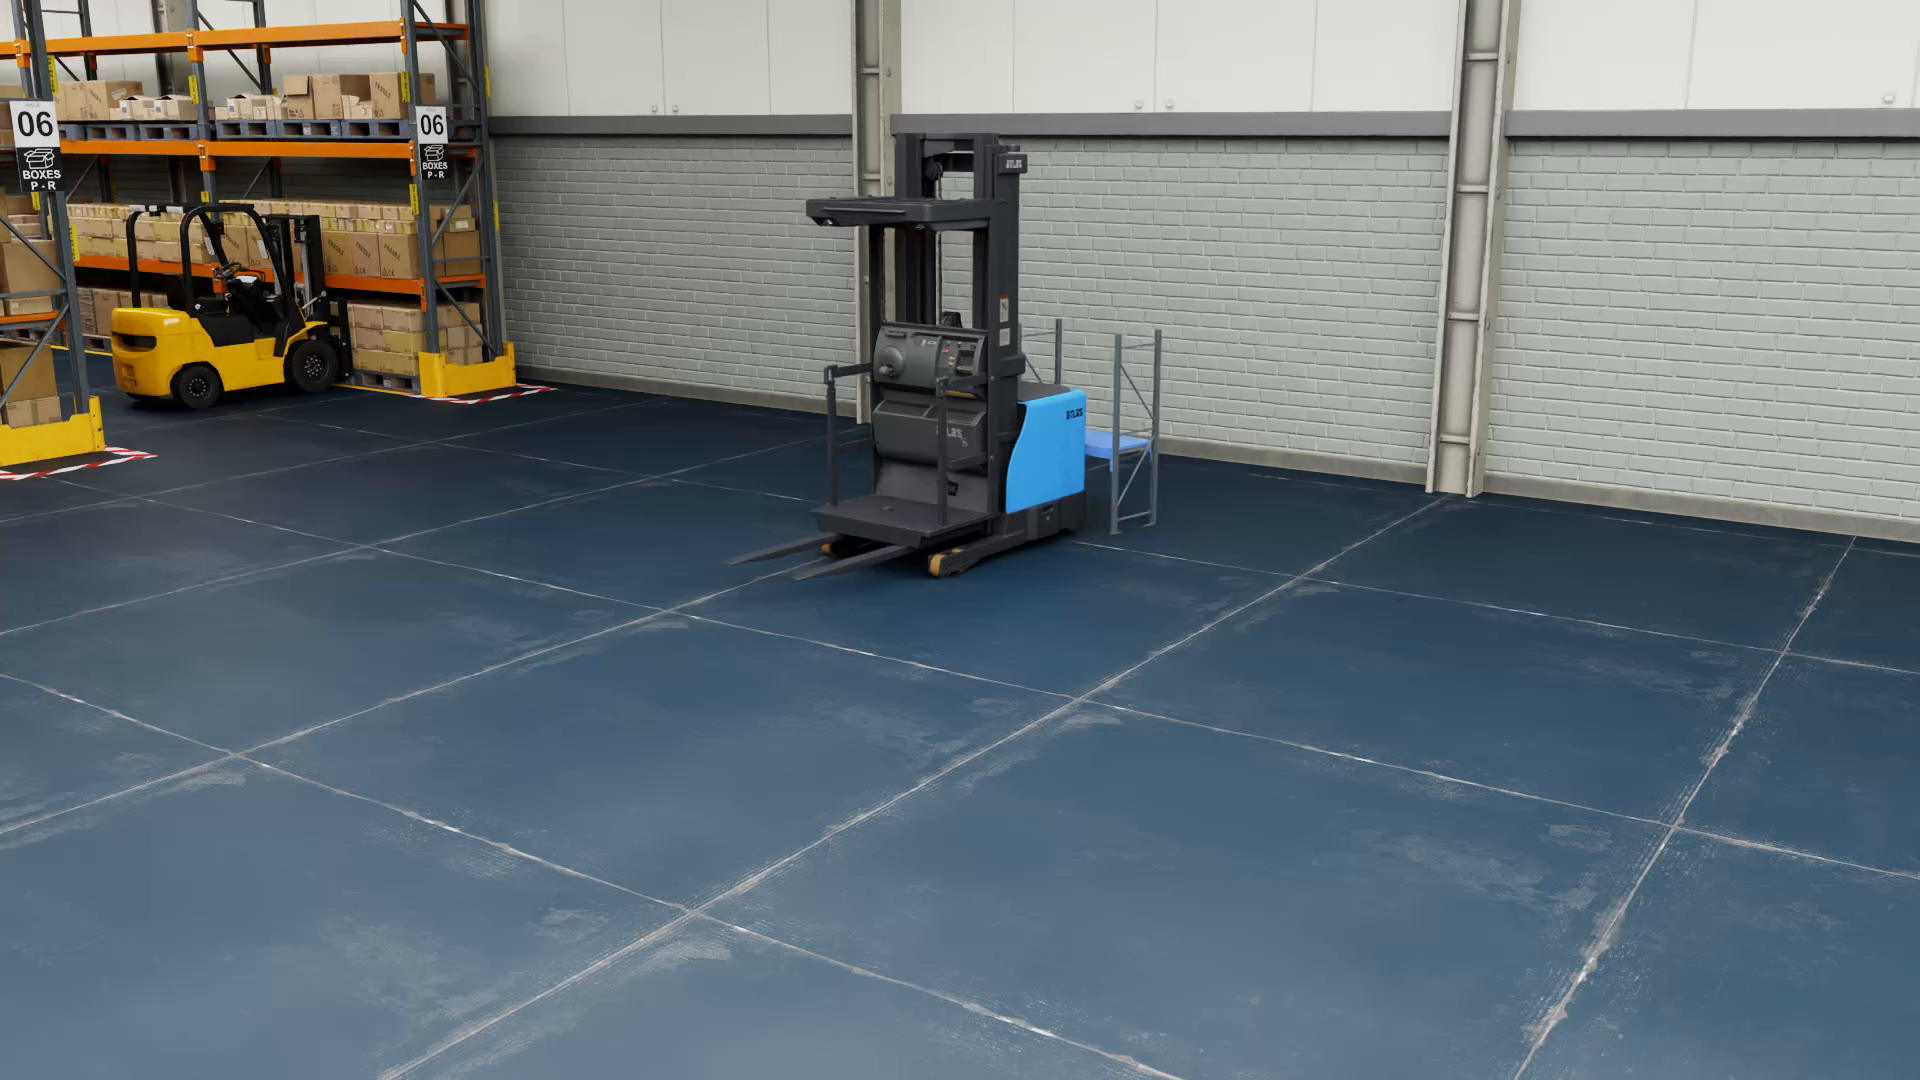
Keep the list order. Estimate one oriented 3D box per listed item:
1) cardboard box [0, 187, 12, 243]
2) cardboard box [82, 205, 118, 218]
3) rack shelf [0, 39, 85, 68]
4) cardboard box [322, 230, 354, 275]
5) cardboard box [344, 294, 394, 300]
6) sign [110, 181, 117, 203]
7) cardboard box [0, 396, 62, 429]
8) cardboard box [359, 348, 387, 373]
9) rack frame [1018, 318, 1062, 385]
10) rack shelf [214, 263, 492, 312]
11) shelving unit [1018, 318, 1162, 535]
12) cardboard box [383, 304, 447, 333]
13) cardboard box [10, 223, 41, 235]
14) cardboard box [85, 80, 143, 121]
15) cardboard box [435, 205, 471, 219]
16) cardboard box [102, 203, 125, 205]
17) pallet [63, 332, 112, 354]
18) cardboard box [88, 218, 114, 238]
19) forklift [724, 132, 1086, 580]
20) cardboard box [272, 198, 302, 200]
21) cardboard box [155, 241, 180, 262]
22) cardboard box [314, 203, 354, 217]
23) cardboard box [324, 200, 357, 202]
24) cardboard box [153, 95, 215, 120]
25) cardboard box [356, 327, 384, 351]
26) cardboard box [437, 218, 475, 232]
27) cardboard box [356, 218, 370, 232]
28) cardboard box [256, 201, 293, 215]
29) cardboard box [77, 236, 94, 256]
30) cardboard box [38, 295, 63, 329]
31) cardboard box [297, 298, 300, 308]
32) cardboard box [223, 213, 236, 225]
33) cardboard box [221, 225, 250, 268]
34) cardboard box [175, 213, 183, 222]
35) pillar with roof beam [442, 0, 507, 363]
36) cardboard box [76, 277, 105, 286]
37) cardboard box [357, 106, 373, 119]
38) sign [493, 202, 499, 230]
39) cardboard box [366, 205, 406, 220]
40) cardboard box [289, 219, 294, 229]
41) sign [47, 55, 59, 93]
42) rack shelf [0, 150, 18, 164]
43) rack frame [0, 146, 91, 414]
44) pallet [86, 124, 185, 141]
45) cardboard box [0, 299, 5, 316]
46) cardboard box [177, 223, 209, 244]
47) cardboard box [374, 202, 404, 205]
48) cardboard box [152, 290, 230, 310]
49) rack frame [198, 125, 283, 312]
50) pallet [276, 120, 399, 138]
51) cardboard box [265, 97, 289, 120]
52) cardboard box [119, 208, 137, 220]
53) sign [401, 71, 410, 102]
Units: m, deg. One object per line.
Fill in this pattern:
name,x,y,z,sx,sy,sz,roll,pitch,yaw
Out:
cardboard box,-9.040,-2.914,14.946,0.500,0.500,0.700,9,16,31
cardboard box,-11.592,-4.439,22.453,0.250,0.149,0.380,9,17,33
rack shelf,-14.025,-6.911,23.844,4.000,0.370,1.077,9,17,33
cardboard box,-7.133,-3.403,19.622,0.500,0.500,0.500,9,16,32
cardboard box,-7.267,-2.863,20.416,0.500,0.250,0.500,9,16,32
sign,-12.058,-4.947,23.656,0.005,0.325,0.100,9,17,33
cardboard box,-9.009,-1.243,15.952,0.500,0.250,0.500,9,17,32
cardboard box,-6.701,-2.139,19.570,0.500,0.250,0.500,9,17,33
rack frame,0.617,-0.986,13.187,0.500,1.500,0.032,-13,19,-42
rack shelf,-7.387,-3.120,20.183,4.000,0.370,1.077,9,17,33
shelving unit,0.969,-0.898,12.831,0.538,1.500,1.048,-13,19,-42
cardboard box,-6.283,-2.555,19.171,0.500,0.250,0.500,10,17,35
cardboard box,-13.125,-4.368,23.373,0.250,0.149,0.380,10,17,34
cardboard box,-11.056,-5.749,21.772,0.500,0.500,0.500,10,17,34
cardboard box,-5.887,-3.797,19.241,0.250,0.149,0.380,9,16,32
cardboard box,-11.703,-4.621,23.192,0.250,0.149,0.380,10,17,34
pallet,-11.704,-2.802,23.204,1.213,0.211,1.003,9,17,33
cardboard box,-11.295,-4.195,22.297,0.500,0.250,0.500,9,16,31
forklift,-0.347,-1.296,11.457,1.130,2.935,3.031,11,17,36
cardboard box,-8.428,-4.221,20.955,0.250,0.149,0.380,9,16,31
cardboard box,-10.031,-3.747,21.528,0.500,0.250,0.500,9,17,32
cardboard box,-7.418,-3.920,19.738,0.250,0.149,0.380,9,17,34
cardboard box,-7.568,-4.085,20.405,0.250,0.149,0.380,9,16,32
cardboard box,-9.783,-5.451,20.963,0.500,0.311,0.500,9,16,31
cardboard box,-6.716,-2.385,19.525,0.500,0.250,0.500,9,17,32
cardboard box,-5.864,-3.662,19.315,0.250,0.149,0.380,9,16,31
cardboard box,-6.780,-3.666,19.333,0.250,0.149,0.380,9,17,32
cardboard box,-8.307,-4.039,20.220,0.250,0.149,0.380,10,17,34
cardboard box,-11.719,-4.025,22.651,0.500,0.250,0.500,9,16,32
cardboard box,-12.836,-3.278,23.653,0.500,0.500,0.500,10,17,34
cardboard box,-7.982,-2.830,20.279,0.500,0.250,0.500,10,17,35
cardboard box,-8.929,-4.006,20.705,0.250,0.149,0.380,9,16,32
cardboard box,-8.824,-3.675,20.717,0.500,0.500,0.500,9,16,31
cardboard box,-9.852,-4.177,21.396,0.250,0.149,0.380,9,17,33
pillar with roof beam,-8.205,-5.528,15.927,0.400,9.000,9.100,9,17,33
cardboard box,-12.624,-3.712,24.052,0.250,0.149,0.380,10,17,36
cardboard box,-6.584,-4.838,18.824,0.250,0.149,0.380,9,16,31
sign,-5.413,-3.770,19.343,0.005,0.325,0.100,9,17,33
cardboard box,-6.596,-3.772,19.140,0.250,0.149,0.380,10,17,34
cardboard box,-7.883,-3.828,19.989,0.250,0.149,0.380,9,16,31
sign,-8.192,-4.200,14.984,0.005,0.325,0.100,9,17,33
rack shelf,-10.154,-3.586,15.822,4.000,0.370,1.077,9,17,33
rack frame,-8.494,-2.211,15.013,0.127,3.000,1.000,9,17,33
pallet,-10.823,-5.416,22.110,1.213,0.211,1.003,10,17,35
cardboard box,-8.924,-2.097,15.073,0.250,0.149,0.380,10,17,35
cardboard box,-9.597,-3.922,21.198,0.500,0.250,0.500,9,16,32
cardboard box,-6.742,-3.938,19.810,0.250,0.149,0.380,10,17,35
cardboard box,-10.125,-2.962,22.115,0.625,0.625,0.875,9,17,32
rack frame,-9.046,-3.738,21.180,0.127,3.000,1.000,9,17,33
pallet,-7.316,-4.878,19.727,1.213,0.211,1.003,9,17,33
cardboard box,-7.984,-5.121,19.724,0.258,0.266,0.396,9,16,31
cardboard box,-10.794,-4.288,21.846,0.250,0.149,0.380,9,16,31
sign,-6.042,-4.942,18.126,0.005,0.325,0.100,9,17,33
